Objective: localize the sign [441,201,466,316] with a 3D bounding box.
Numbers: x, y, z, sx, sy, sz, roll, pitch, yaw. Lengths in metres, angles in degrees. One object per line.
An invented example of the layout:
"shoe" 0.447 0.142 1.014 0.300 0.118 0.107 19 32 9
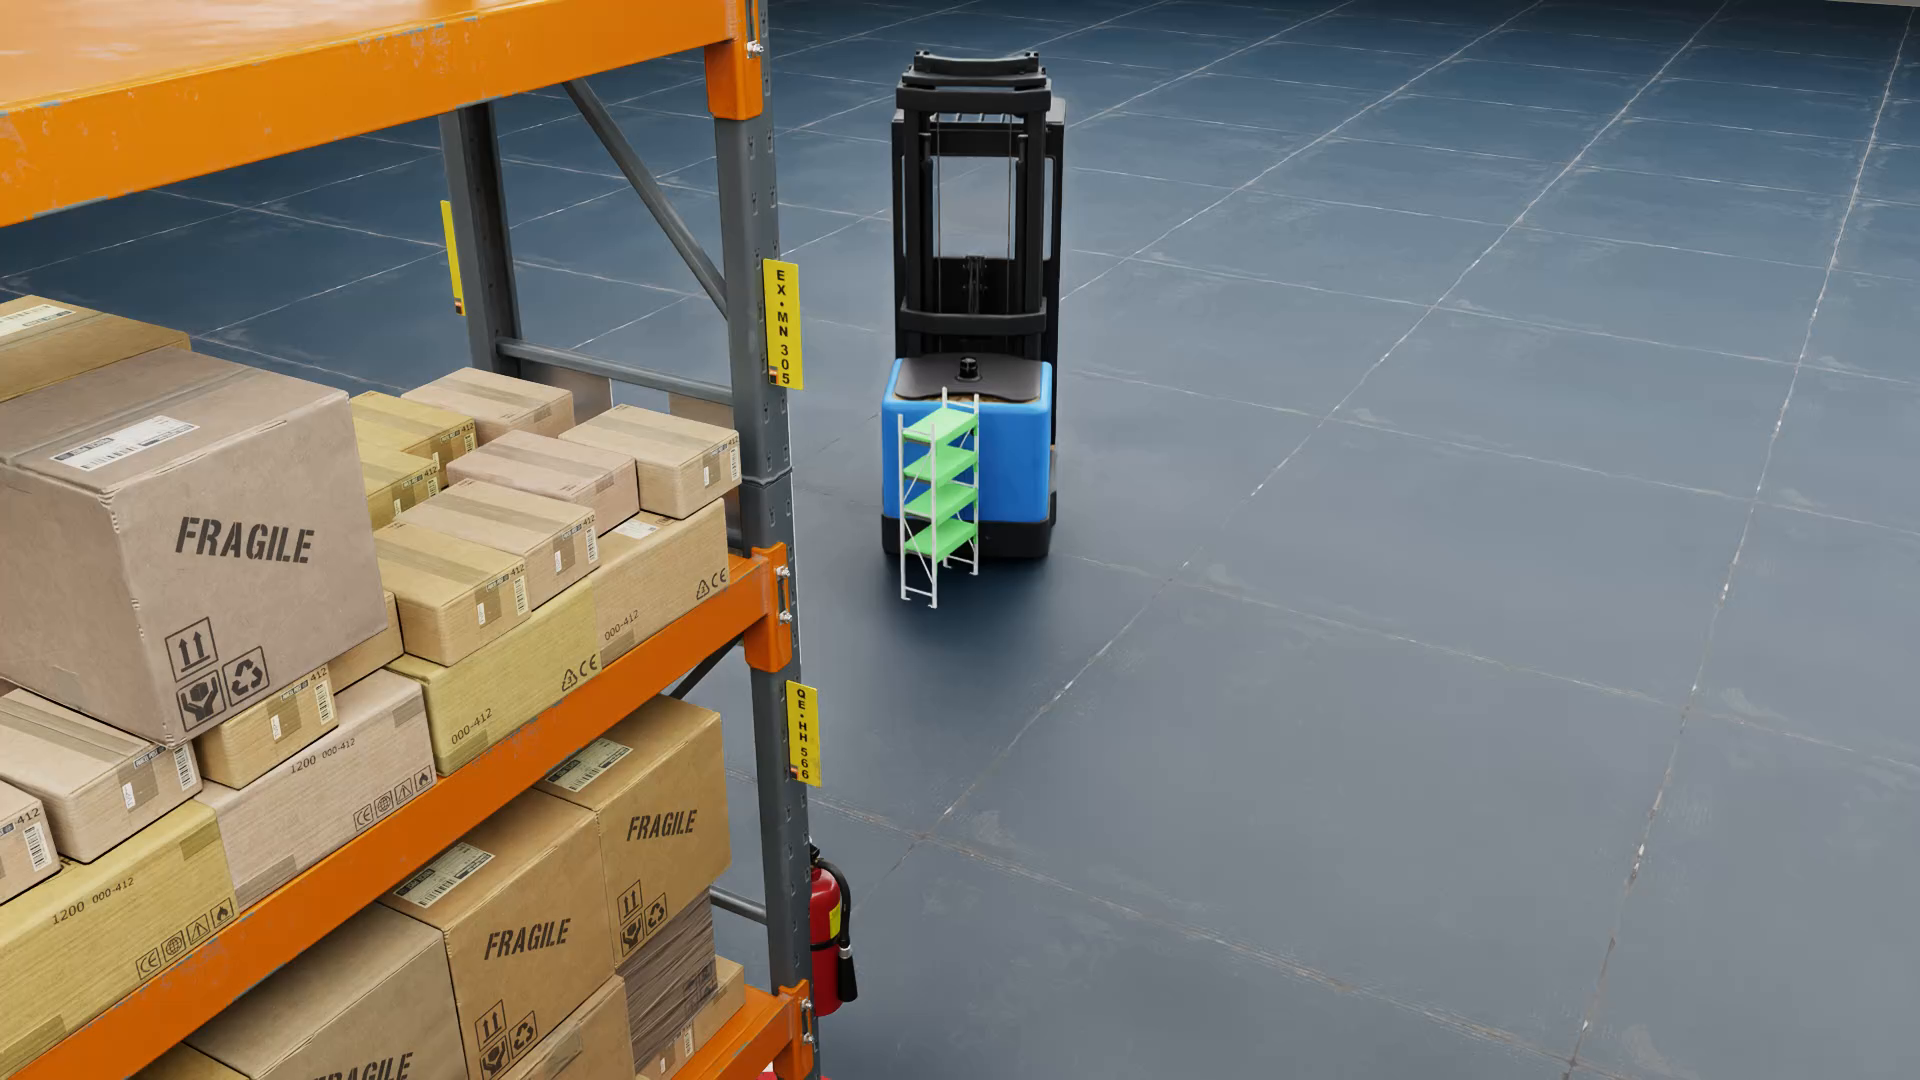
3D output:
"sign" -1.384 -0.777 4.624 0.100 0.325 0.005 14 30 26

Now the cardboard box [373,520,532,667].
"cardboard box" -1.148 0.108 3.554 0.380 0.149 0.250 14 30 26

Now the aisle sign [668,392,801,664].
"aisle sign" -0.619 -0.046 4.587 0.394 0.787 0.004 14 30 26

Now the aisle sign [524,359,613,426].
"aisle sign" -1.142 -0.178 4.851 0.394 0.787 0.004 14 30 26

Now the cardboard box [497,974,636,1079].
"cardboard box" -1.347 1.326 4.305 0.875 0.500 0.500 14 30 26

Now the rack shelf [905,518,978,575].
"rack shelf" -0.122 0.023 10.042 0.258 0.148 0.480 15 30 27

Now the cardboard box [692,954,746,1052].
"cardboard box" -0.872 1.343 4.996 0.380 0.149 0.250 14 30 26

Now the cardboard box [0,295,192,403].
"cardboard box" -1.877 -0.149 3.343 0.500 0.500 0.500 14 30 26

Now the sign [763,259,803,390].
"sign" -0.438 -0.533 4.123 0.100 0.325 0.005 14 30 26

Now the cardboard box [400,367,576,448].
"cardboard box" -1.248 -0.322 4.413 0.380 0.149 0.250 14 30 26

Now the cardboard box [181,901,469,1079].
"cardboard box" -1.456 1.109 3.623 0.500 0.500 0.500 14 30 26

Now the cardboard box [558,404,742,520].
"cardboard box" -0.776 -0.201 4.172 0.380 0.149 0.250 14 30 26

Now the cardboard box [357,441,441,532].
"cardboard box" -1.477 -0.116 4.002 0.380 0.149 0.250 14 30 25

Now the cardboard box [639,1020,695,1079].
"cardboard box" -0.995 1.441 4.802 0.380 0.149 0.250 14 30 26

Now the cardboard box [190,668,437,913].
"cardboard box" -1.430 0.437 3.342 0.500 0.250 0.500 15 30 27

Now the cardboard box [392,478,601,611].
"cardboard box" -1.045 0.005 3.760 0.380 0.149 0.250 13 29 24

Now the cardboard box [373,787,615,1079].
"cardboard box" -1.208 0.915 4.011 0.500 0.500 0.500 14 30 26

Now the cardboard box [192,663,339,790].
"cardboard box" -1.422 0.304 3.162 0.380 0.149 0.250 13 29 24

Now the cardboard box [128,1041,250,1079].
"cardboard box" -1.709 1.302 3.237 0.500 0.500 0.500 14 30 26

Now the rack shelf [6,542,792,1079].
"rack shelf" -1.895 0.834 3.185 1.077 0.370 4.000 14 30 26

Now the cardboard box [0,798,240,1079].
"cardboard box" -1.673 0.634 2.948 0.500 0.250 0.500 14 30 25

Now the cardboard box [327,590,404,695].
"cardboard box" -1.378 0.177 3.416 0.380 0.149 0.250 15 30 27

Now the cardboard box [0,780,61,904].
"cardboard box" -1.745 0.498 2.776 0.380 0.149 0.250 15 30 27

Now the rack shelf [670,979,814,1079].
"rack shelf" -1.895 2.176 3.856 1.077 0.370 4.000 14 30 26

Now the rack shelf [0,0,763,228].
"rack shelf" -1.895 -0.505 2.514 1.077 0.370 4.000 14 30 26

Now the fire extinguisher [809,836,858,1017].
"fire extinguisher" -0.454 1.166 5.156 0.296 0.674 0.183 14 30 26

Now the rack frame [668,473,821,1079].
"rack frame" -0.911 1.075 5.252 1.000 3.000 0.127 14 30 26

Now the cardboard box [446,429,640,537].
"cardboard box" -1.006 -0.125 4.021 0.380 0.149 0.250 13 29 24

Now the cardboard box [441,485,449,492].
"cardboard box" -1.373 -0.069 4.353 0.500 0.250 0.500 15 30 28

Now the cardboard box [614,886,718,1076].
"cardboard box" -1.206 1.105 4.747 0.875 0.500 0.500 14 30 26

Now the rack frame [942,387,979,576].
"rack frame" 0.002 -0.343 10.094 0.240 1.200 0.015 15 30 27

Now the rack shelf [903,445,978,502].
"rack shelf" -0.122 -0.406 9.828 0.258 0.148 0.480 15 30 27

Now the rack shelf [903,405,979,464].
"rack shelf" -0.122 -0.621 9.720 0.258 0.148 0.480 15 30 27

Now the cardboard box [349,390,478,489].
"cardboard box" -1.460 -0.242 4.253 0.380 0.149 0.250 15 30 27

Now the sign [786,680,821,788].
"sign" -0.438 0.546 4.663 0.100 0.325 0.005 14 30 26

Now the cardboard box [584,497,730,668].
"cardboard box" -0.927 0.044 4.127 0.500 0.250 0.500 15 30 27

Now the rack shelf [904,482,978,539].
"rack shelf" -0.122 -0.192 9.935 0.258 0.148 0.480 15 30 27

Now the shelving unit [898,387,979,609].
"shelving unit" -0.122 -0.249 9.906 0.258 1.200 0.503 15 30 27

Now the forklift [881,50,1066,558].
"forklift" 0.129 -1.825 11.121 1.130 2.935 3.031 2 27 4

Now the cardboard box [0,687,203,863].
"cardboard box" -1.598 0.401 2.969 0.380 0.149 0.250 13 29 24

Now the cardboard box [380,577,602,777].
"cardboard box" -1.170 0.239 3.737 0.500 0.250 0.500 14 30 26

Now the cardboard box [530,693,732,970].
"cardboard box" -0.967 0.719 4.403 0.500 0.500 0.500 14 30 26

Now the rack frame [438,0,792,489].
"rack frame" -0.911 -1.608 3.909 1.000 3.000 0.127 14 30 26

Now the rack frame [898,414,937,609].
"rack frame" -0.247 -0.155 9.719 0.240 1.200 0.015 15 30 27

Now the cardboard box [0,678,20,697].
"cardboard box" -2.000 0.285 3.200 0.380 0.149 0.250 14 30 26

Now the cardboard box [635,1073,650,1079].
"cardboard box" -1.073 1.550 4.584 0.380 0.149 0.250 14 30 26

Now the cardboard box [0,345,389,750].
"cardboard box" -1.453 -0.008 3.062 0.500 0.500 0.500 14 30 26
